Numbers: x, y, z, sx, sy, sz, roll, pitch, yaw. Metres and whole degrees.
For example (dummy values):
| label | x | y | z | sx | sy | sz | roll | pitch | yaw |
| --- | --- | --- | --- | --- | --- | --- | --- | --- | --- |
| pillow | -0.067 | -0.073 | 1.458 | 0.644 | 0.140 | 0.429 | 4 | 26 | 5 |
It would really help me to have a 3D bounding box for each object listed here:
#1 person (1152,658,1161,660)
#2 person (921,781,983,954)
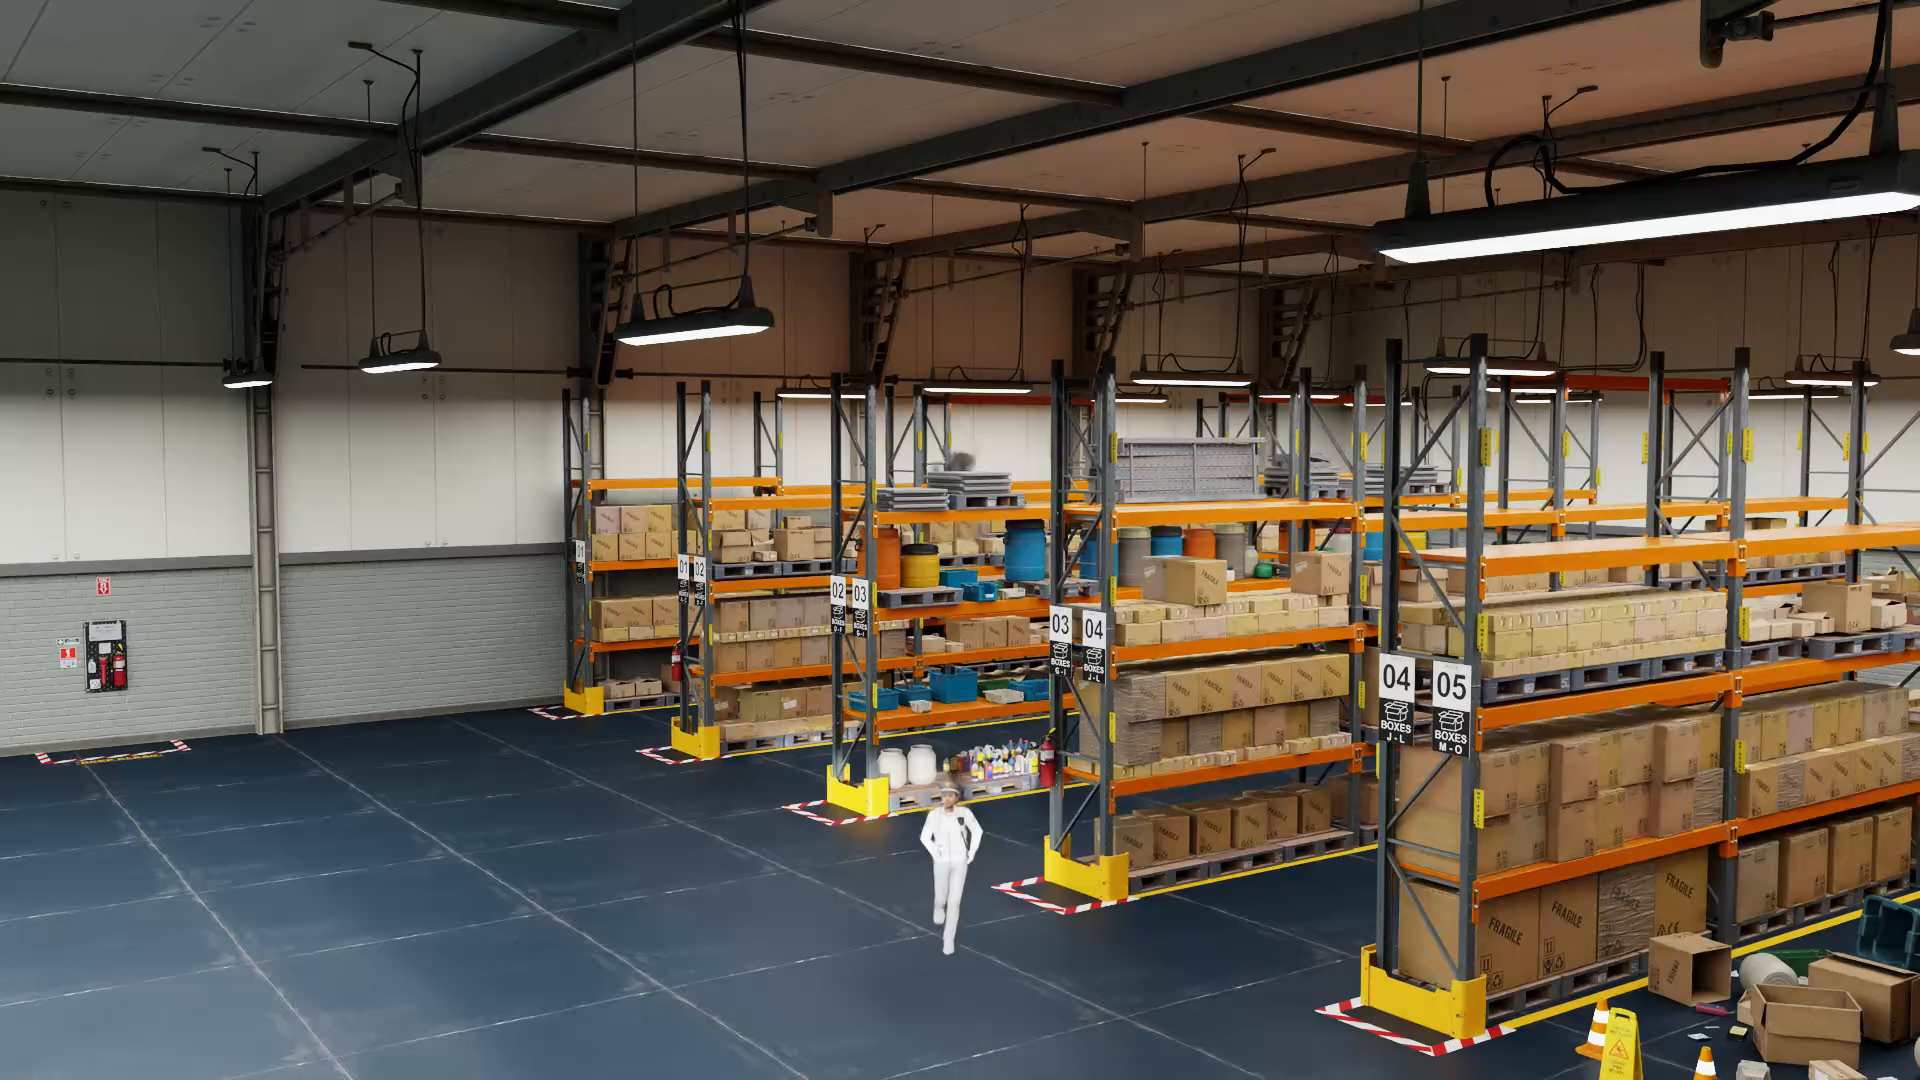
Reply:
| label | x | y | z | sx | sy | sz | roll | pitch | yaw |
| --- | --- | --- | --- | --- | --- | --- | --- | --- | --- |
| person | 3.382 | 2.491 | 28.895 | 0.589 | 1.647 | 0.590 | 4 | 5 | 44 |
| person | -0.084 | 3.258 | 16.851 | 0.625 | 1.699 | 0.801 | 0 | 4 | 3 |
